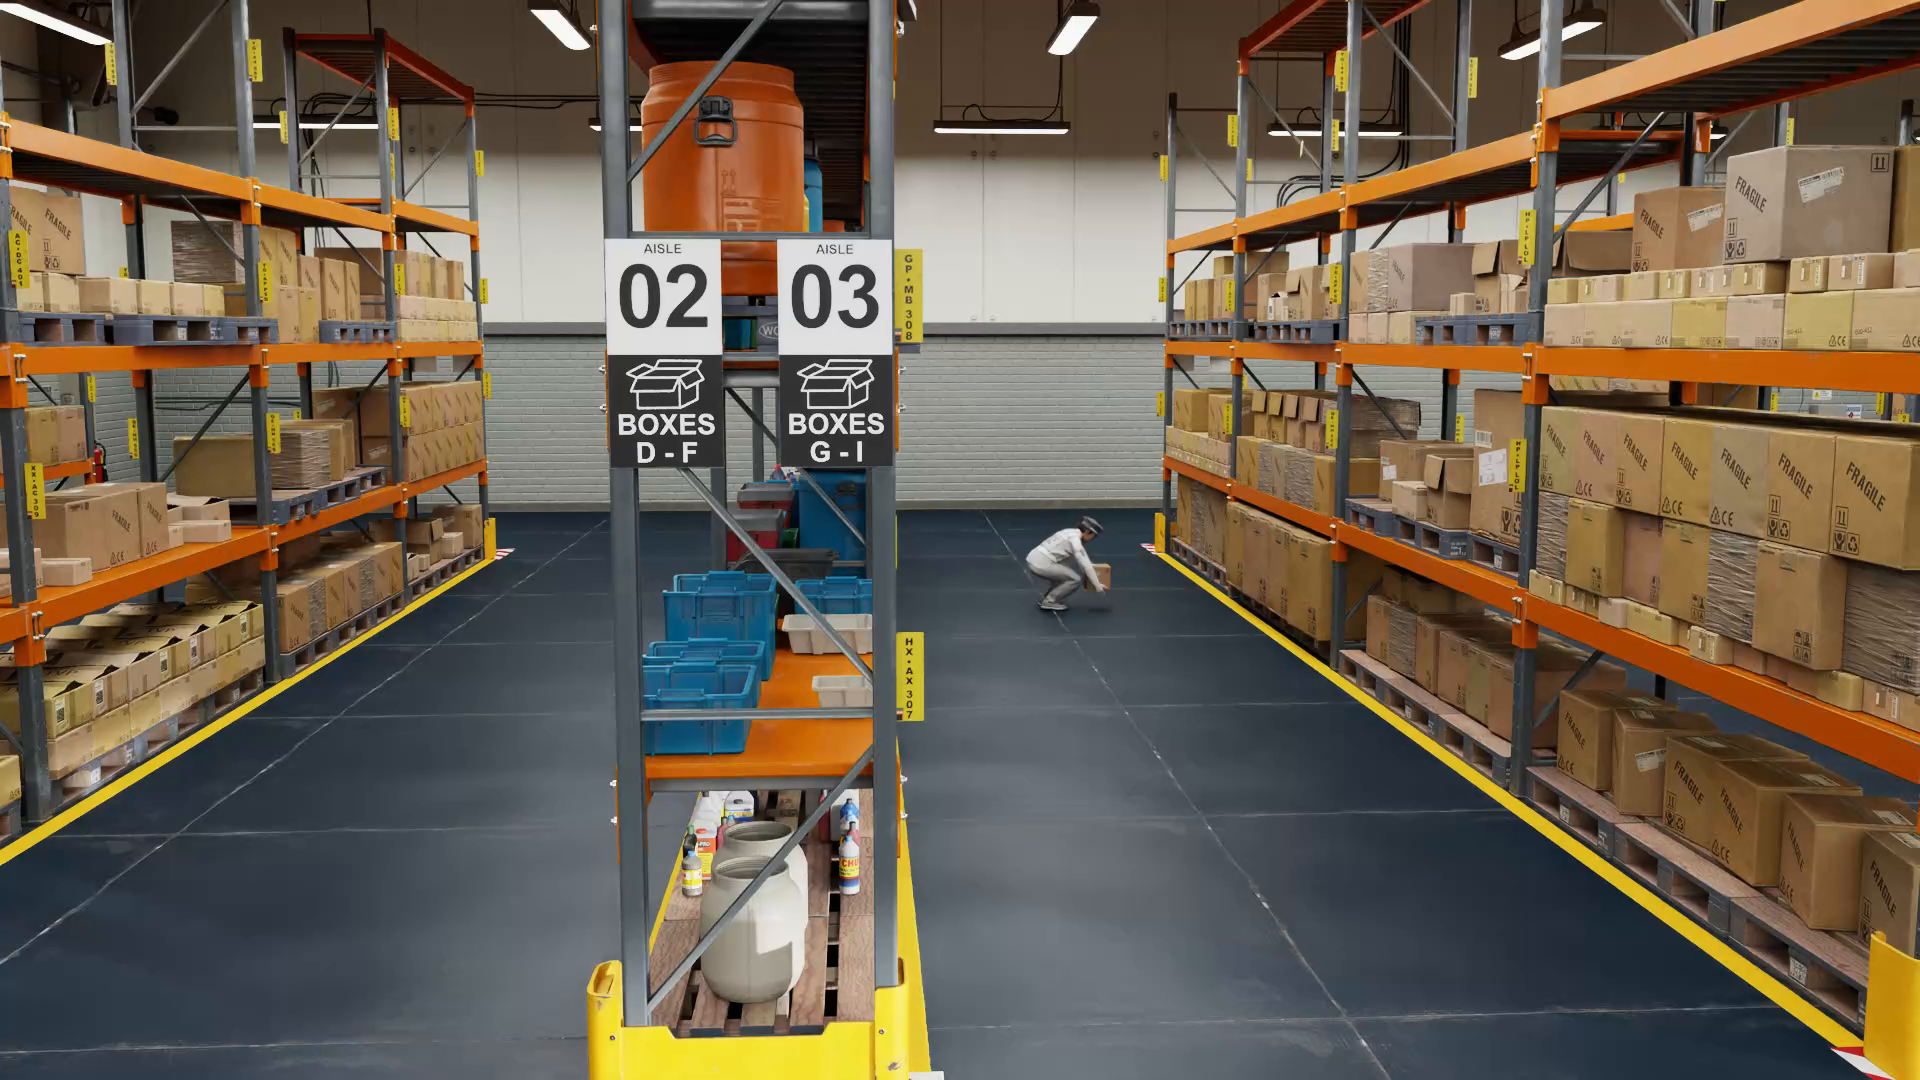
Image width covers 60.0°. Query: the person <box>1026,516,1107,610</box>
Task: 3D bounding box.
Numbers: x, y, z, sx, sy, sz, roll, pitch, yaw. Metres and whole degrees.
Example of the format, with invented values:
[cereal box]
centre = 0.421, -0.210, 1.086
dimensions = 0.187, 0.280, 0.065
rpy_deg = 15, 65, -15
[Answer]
[person]
centre = 1.127, 0.242, 17.648
dimensions = 0.848, 0.982, 0.463
rpy_deg = -1, 7, -5
